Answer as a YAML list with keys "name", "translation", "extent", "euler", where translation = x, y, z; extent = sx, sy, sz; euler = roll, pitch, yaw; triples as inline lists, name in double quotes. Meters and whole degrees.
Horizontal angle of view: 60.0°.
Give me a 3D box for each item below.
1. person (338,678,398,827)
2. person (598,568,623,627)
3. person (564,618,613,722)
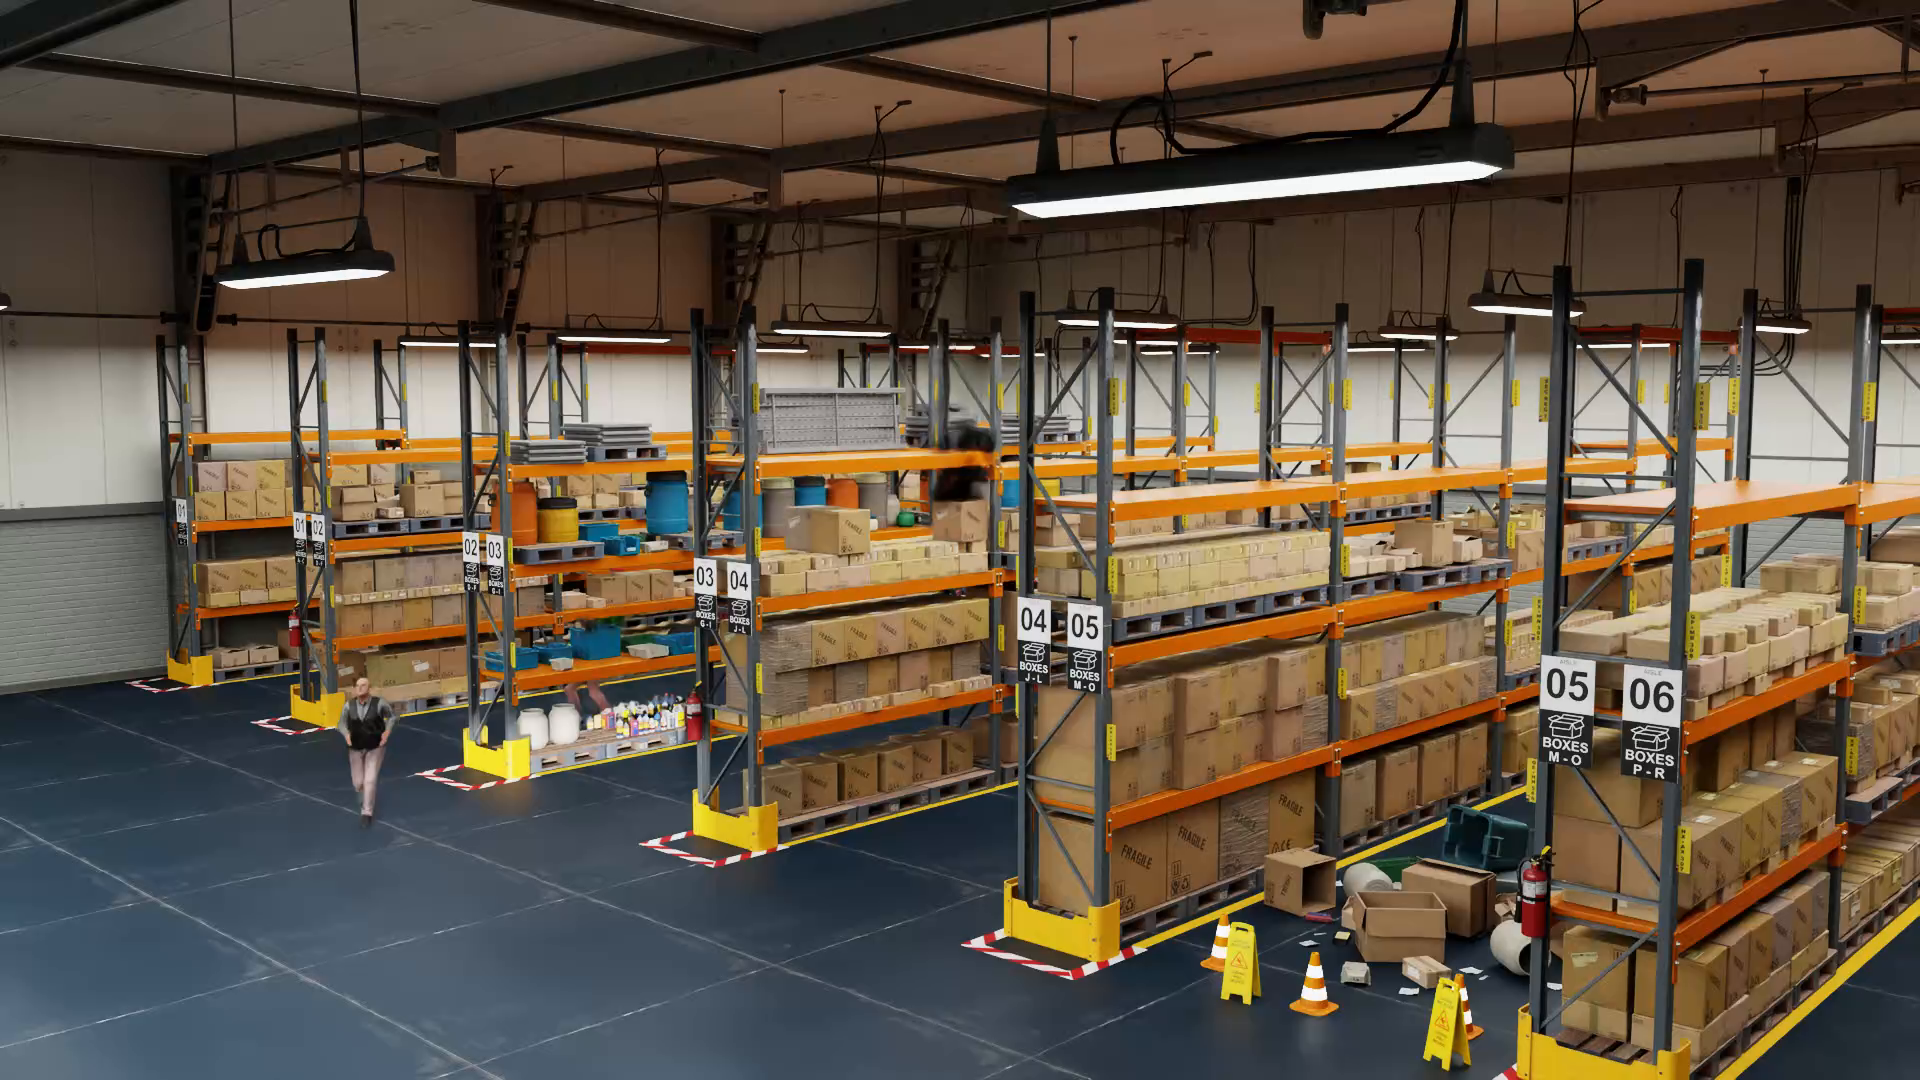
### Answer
- name: "person"
  translation: [-7.032, 2.475, 19.761]
  extent: [0.670, 1.721, 0.830]
  euler: [-1, 5, -8]
- name: "person"
  translation: [-6.587, 1.329, 31.456]
  extent: [0.664, 1.739, 0.603]
  euler: [4, 7, 39]
- name: "person"
  translation: [-5.564, 1.997, 24.974]
  extent: [0.793, 1.693, 0.599]
  euler: [-5, 8, -44]
